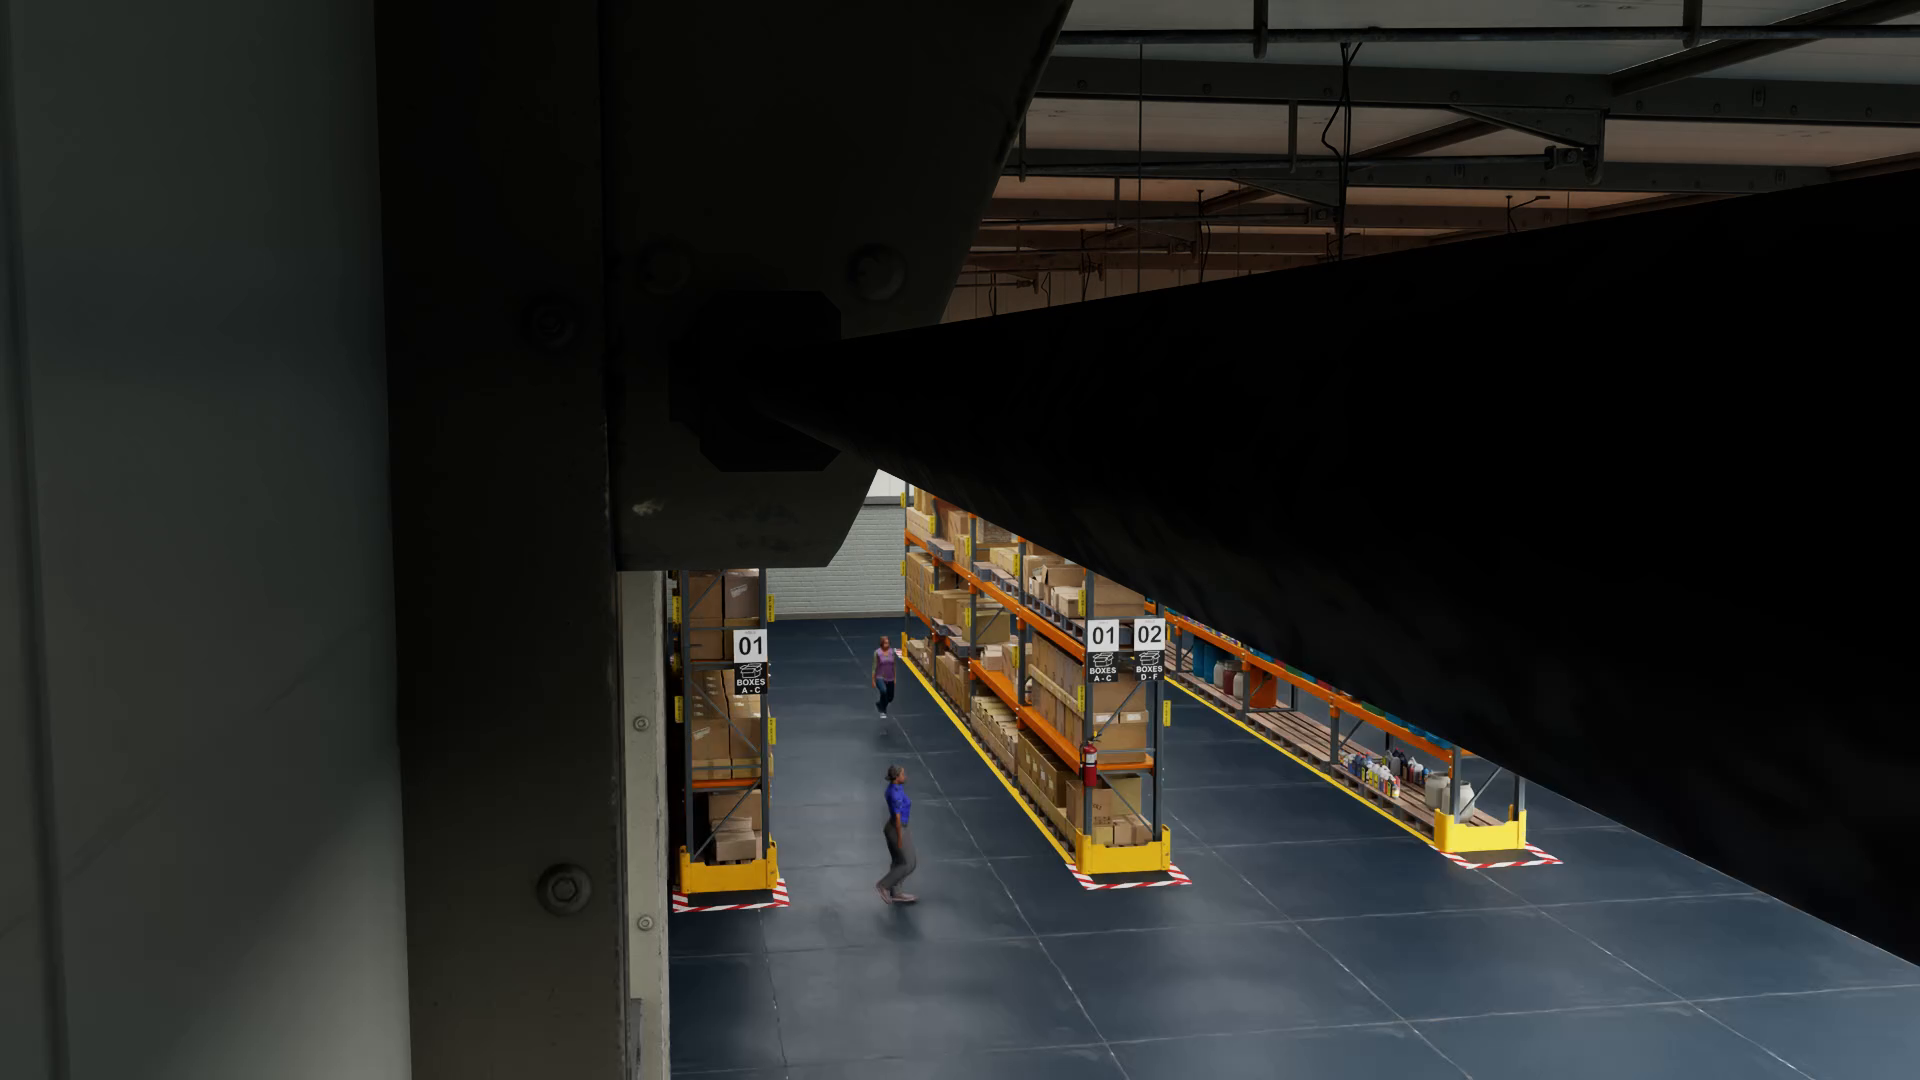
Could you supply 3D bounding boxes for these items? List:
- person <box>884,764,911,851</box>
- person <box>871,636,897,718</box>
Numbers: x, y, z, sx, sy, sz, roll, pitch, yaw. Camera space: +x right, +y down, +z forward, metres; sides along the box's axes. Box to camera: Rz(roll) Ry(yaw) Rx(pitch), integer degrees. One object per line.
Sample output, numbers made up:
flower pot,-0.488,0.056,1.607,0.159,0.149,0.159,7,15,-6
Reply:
person,-0.741,3.132,19.569,0.292,0.990,0.461,-1,6,-13
person,-1.328,2.400,28.894,0.454,1.490,0.839,-3,6,-24
